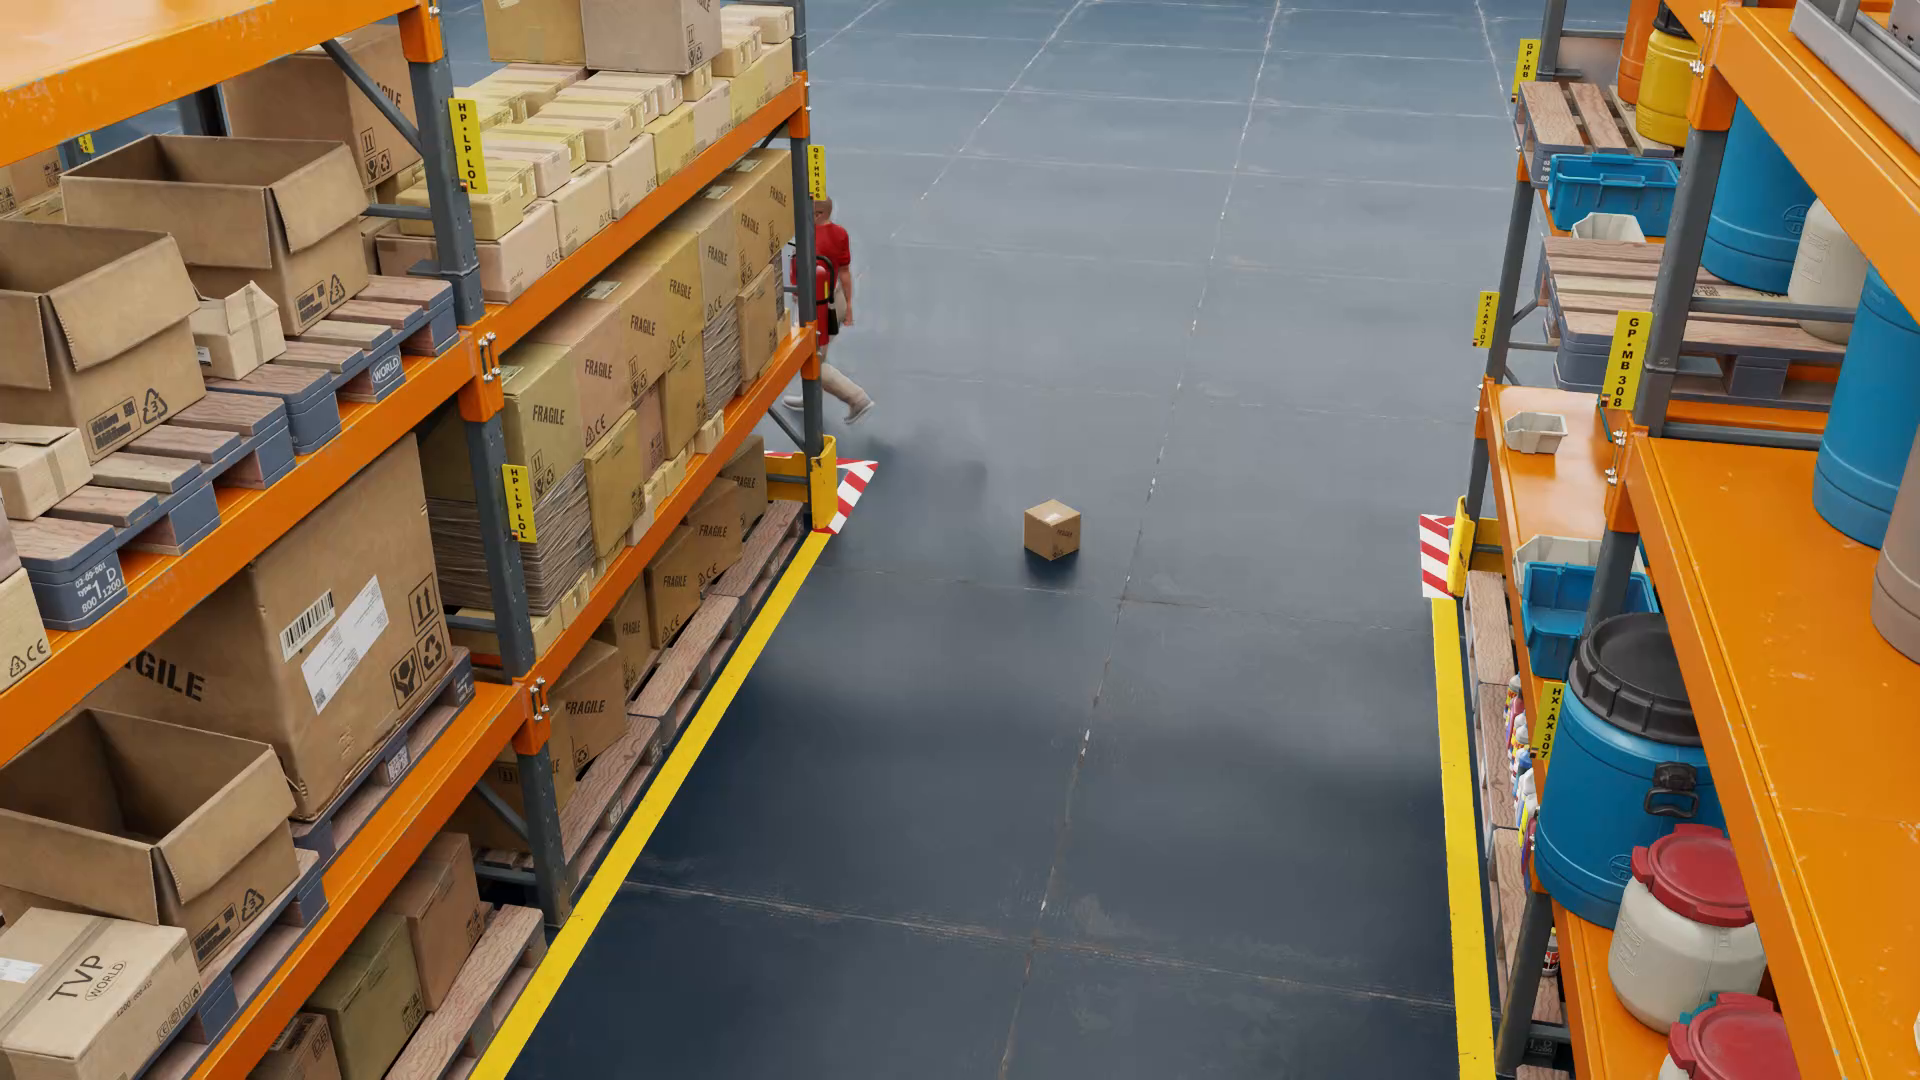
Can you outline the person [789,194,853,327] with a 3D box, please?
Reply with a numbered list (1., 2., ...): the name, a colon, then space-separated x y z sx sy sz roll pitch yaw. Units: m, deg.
1. person: -0.998 -1.884 11.405 0.339 1.041 0.567 13 31 23
